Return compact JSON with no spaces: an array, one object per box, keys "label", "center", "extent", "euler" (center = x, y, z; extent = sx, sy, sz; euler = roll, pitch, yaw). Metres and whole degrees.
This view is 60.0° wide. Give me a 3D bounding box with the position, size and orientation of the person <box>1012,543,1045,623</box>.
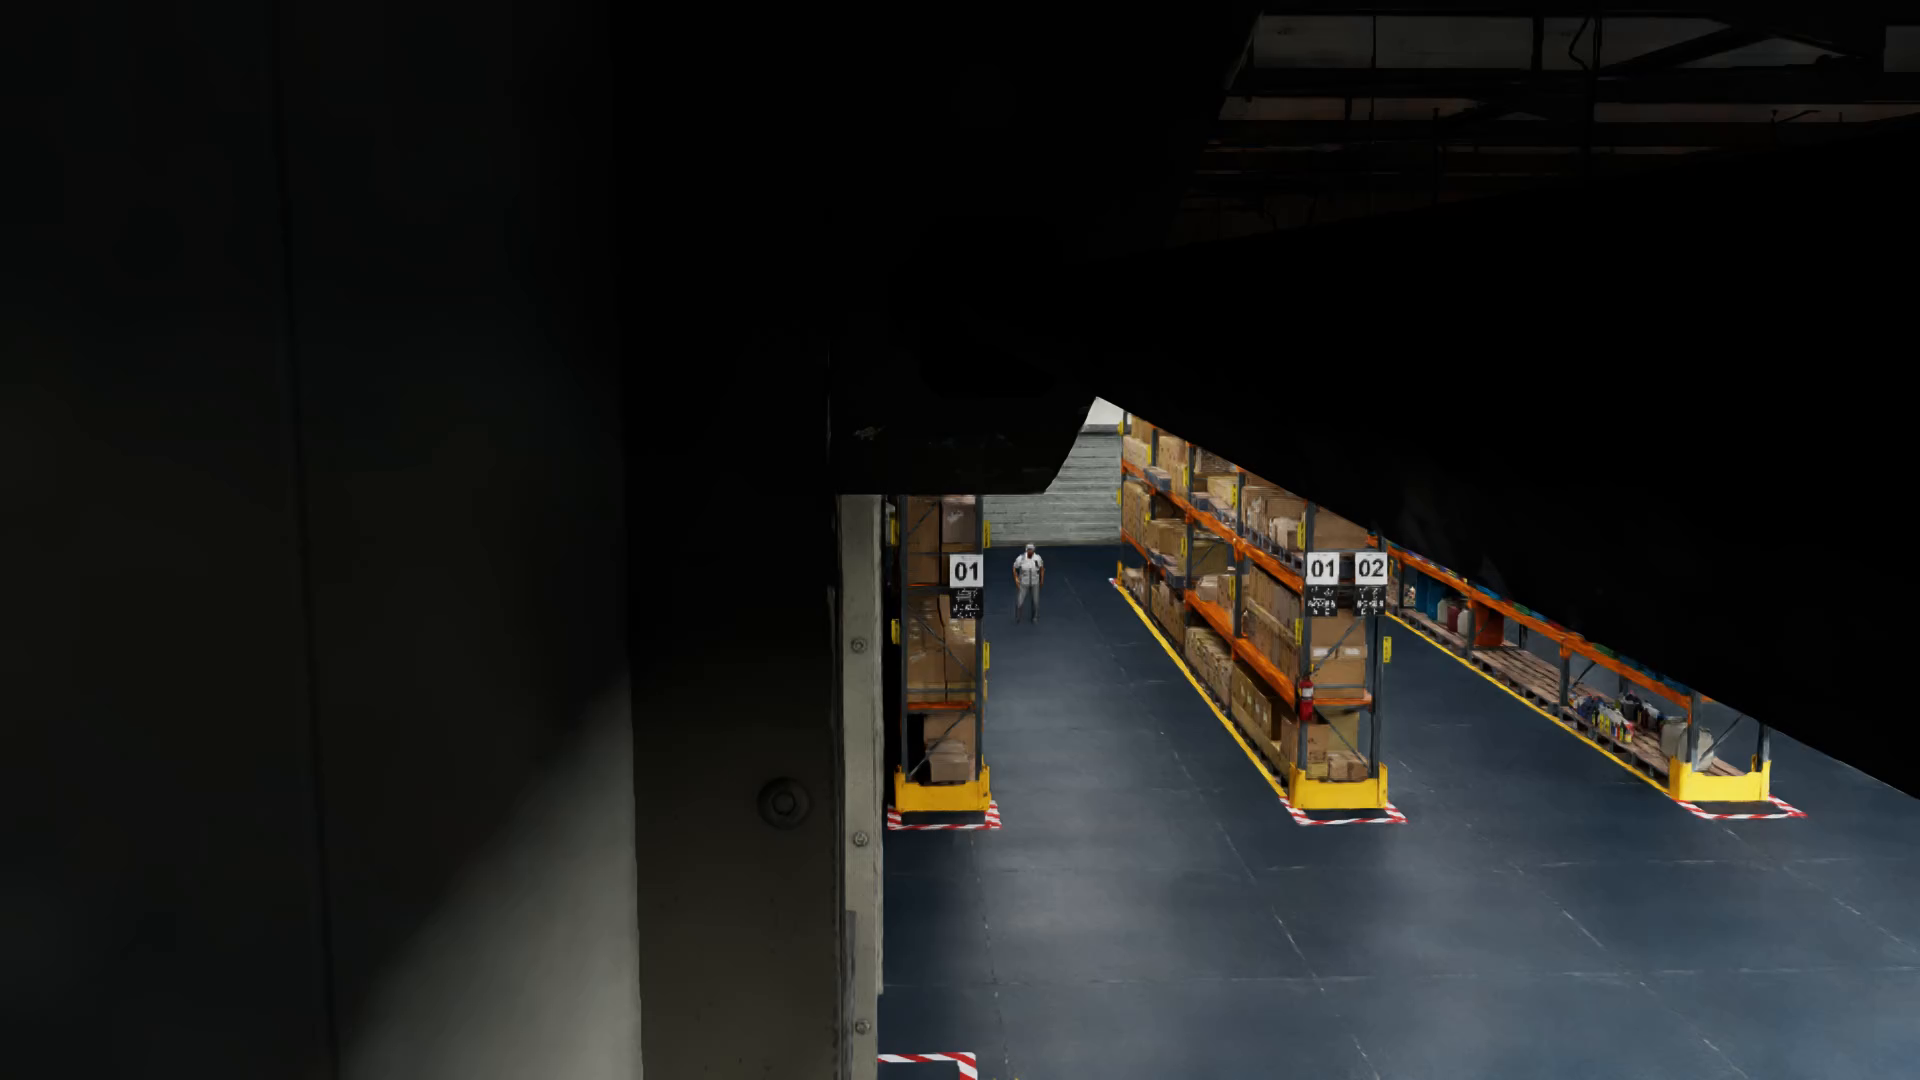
[{"label":"person","center":[1.320,0.827,32.046],"extent":[0.625,1.611,0.582],"euler":[-1,8,-5]}]
